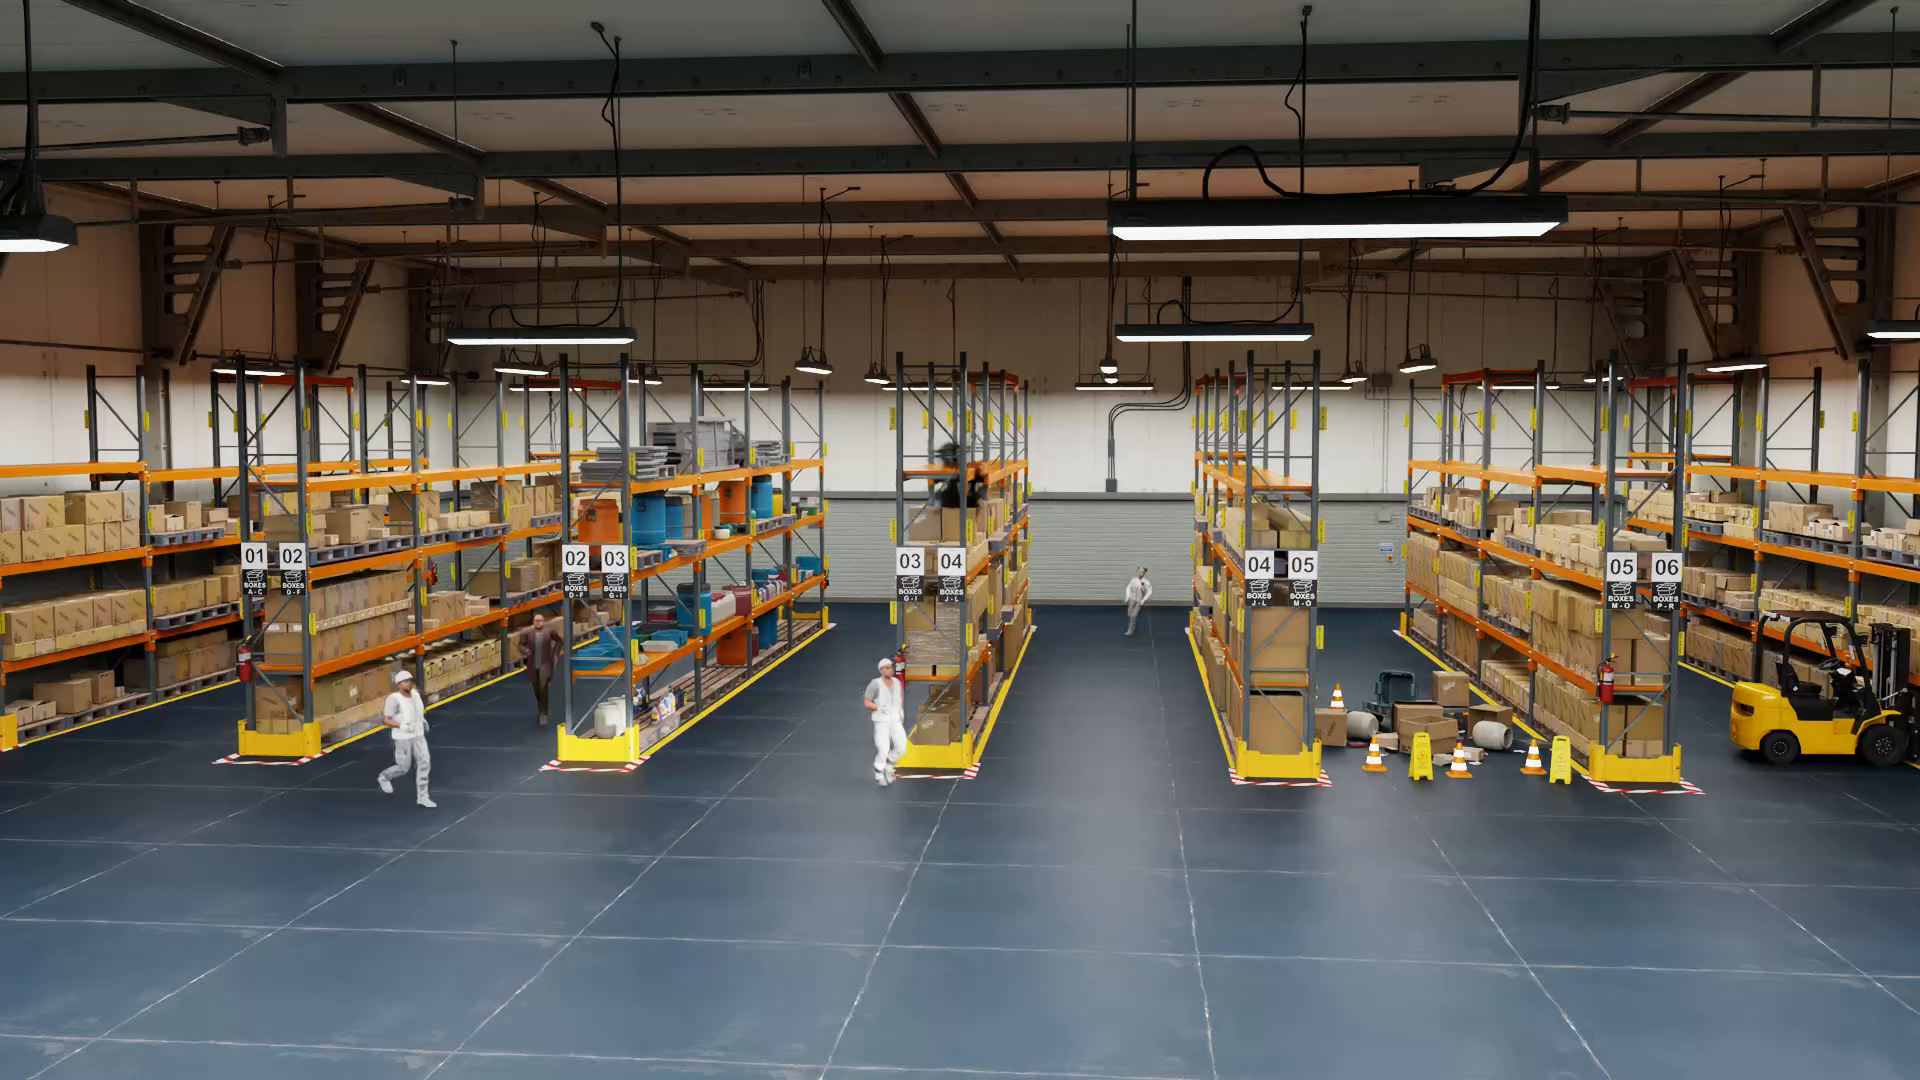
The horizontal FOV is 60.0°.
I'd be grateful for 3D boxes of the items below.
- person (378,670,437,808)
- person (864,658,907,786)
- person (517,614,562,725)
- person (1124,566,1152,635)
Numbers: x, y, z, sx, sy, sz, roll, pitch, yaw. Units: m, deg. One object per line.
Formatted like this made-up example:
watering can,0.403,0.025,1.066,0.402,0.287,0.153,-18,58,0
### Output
person,-7.220,2.585,21.743,0.949,1.772,0.695,2,5,31
person,-0.965,2.498,22.748,0.658,1.756,0.552,-3,5,-32
person,-7.035,2.155,27.796,0.684,1.830,0.863,0,4,-1
person,4.183,1.422,38.989,0.644,1.619,0.510,2,4,24
